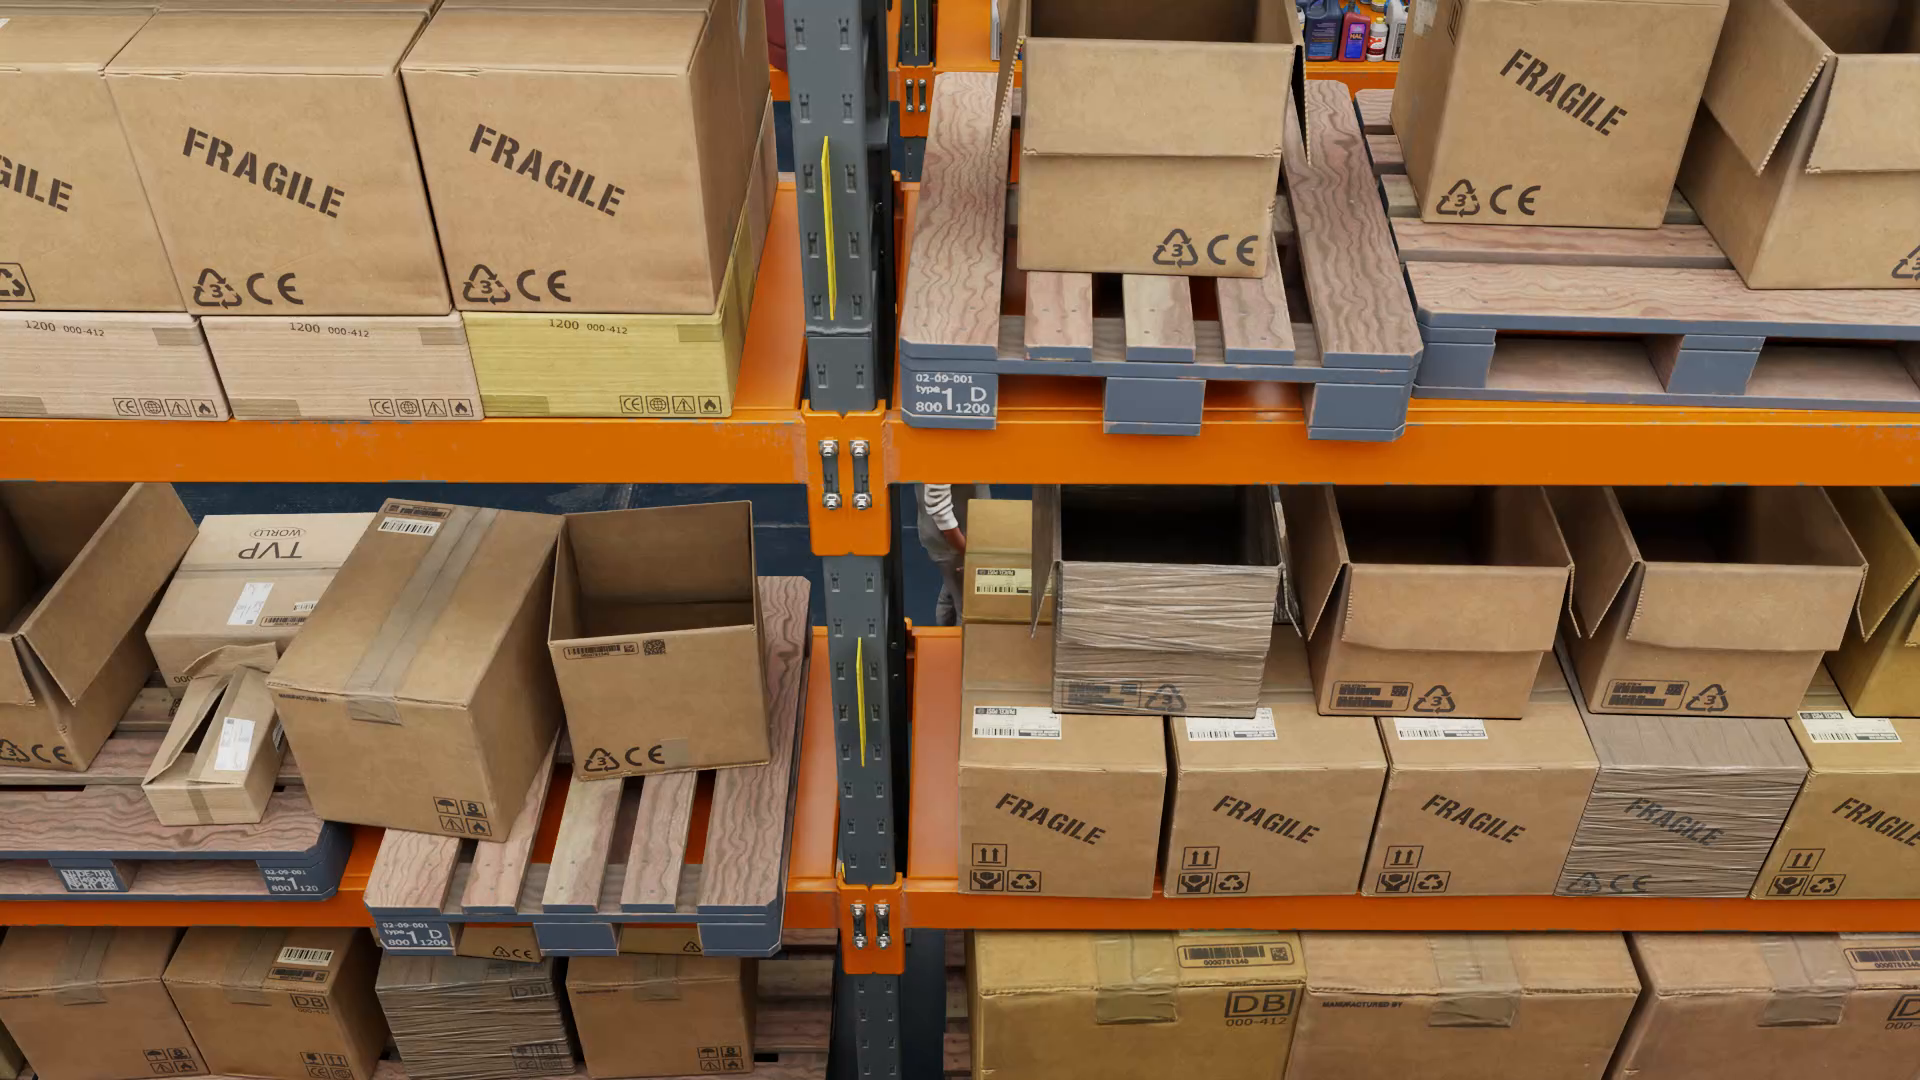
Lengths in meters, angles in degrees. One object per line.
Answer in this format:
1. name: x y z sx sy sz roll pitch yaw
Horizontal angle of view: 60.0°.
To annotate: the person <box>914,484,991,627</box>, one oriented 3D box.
1. person: 0.062 -0.038 6.195 0.475 1.596 0.520 0 40 0
